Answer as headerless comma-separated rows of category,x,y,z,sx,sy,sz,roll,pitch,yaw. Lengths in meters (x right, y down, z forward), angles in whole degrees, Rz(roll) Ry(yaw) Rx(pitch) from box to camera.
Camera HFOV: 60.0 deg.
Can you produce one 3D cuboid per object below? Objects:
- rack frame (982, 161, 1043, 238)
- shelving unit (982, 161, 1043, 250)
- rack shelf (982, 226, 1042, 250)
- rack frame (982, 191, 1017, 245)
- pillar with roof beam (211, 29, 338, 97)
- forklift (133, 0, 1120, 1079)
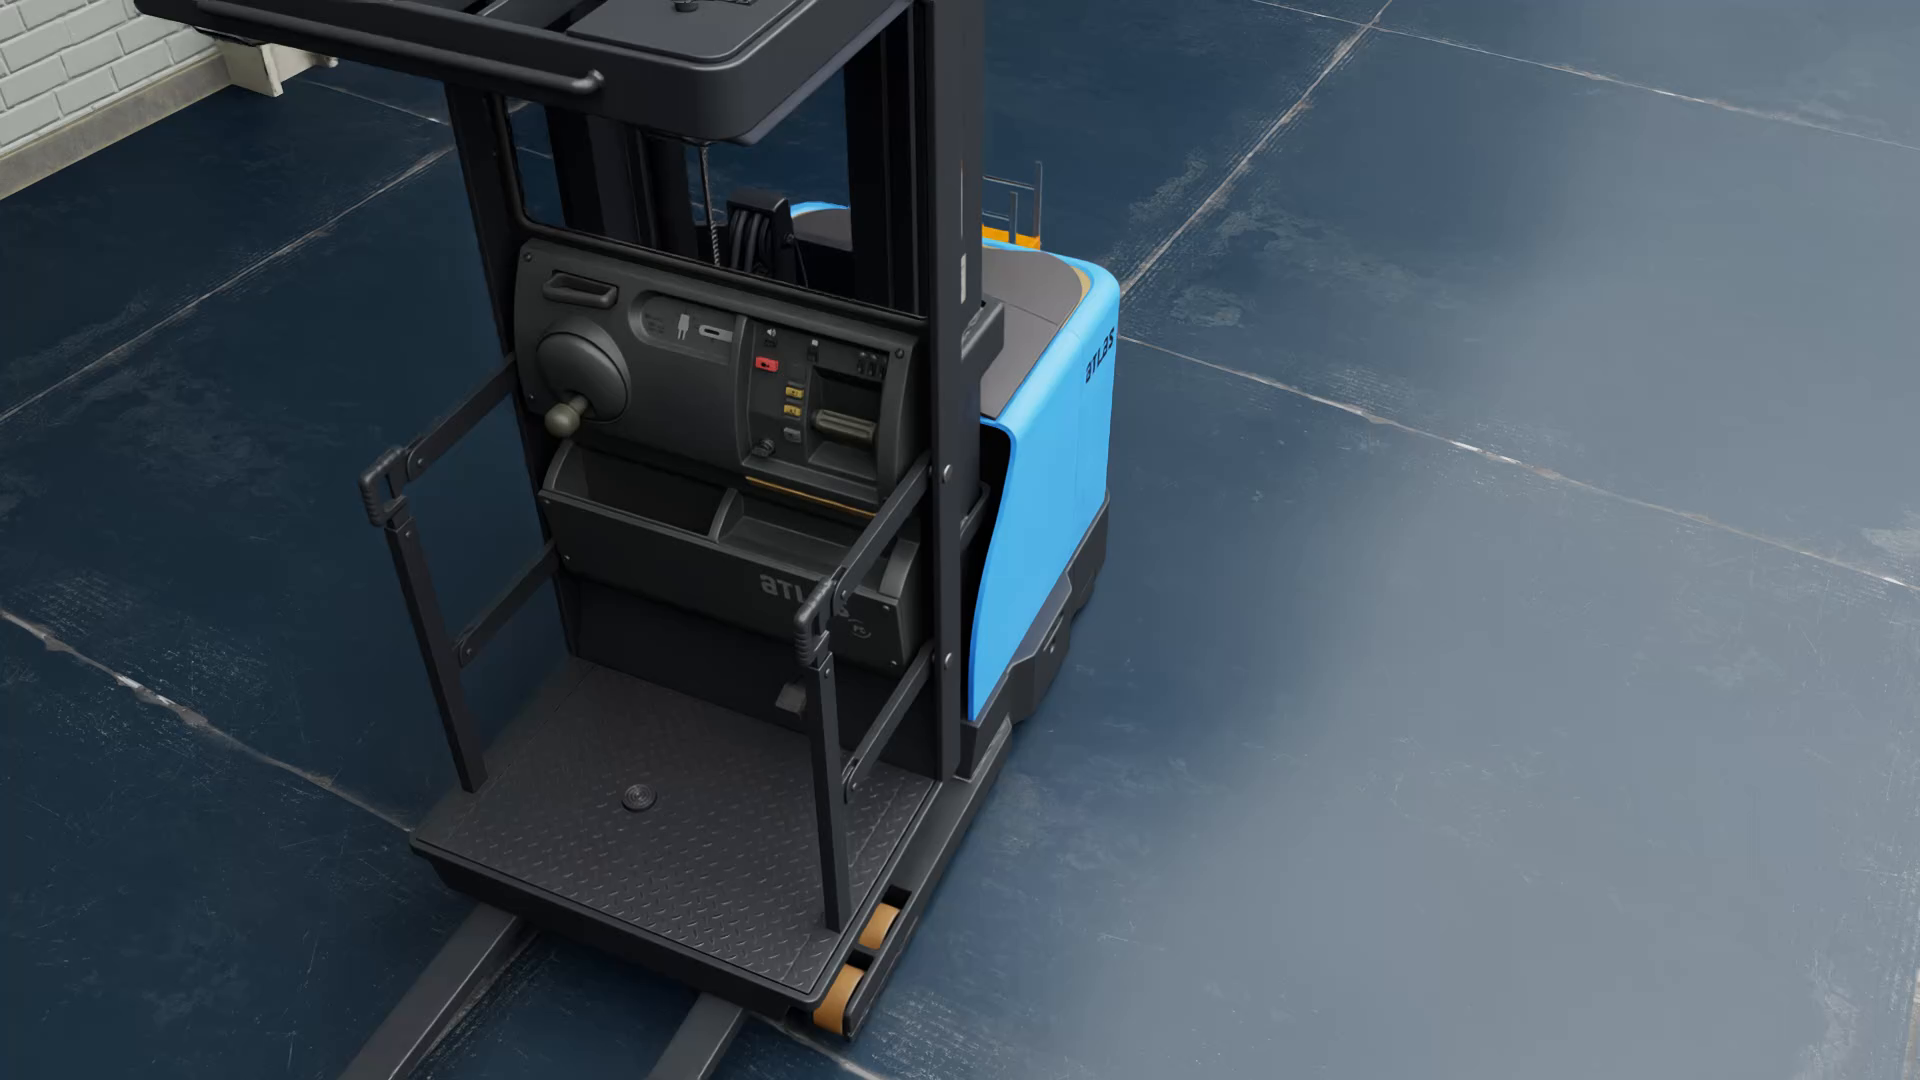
rack frame,0.119,-0.631,5.059,0.240,1.200,0.006,16,44,18
shelving unit,0.082,-0.576,4.996,0.258,1.200,0.189,16,44,18
rack shelf,0.082,-0.813,4.788,0.258,0.103,0.180,16,44,18
rack frame,0.045,-0.521,4.934,0.240,1.200,0.006,16,44,18
pillar with roof beam,0.591,-4.121,3.121,9.100,9.000,0.400,21,45,22
forklift,-0.616,-0.265,3.333,1.130,2.935,3.031,16,44,18
